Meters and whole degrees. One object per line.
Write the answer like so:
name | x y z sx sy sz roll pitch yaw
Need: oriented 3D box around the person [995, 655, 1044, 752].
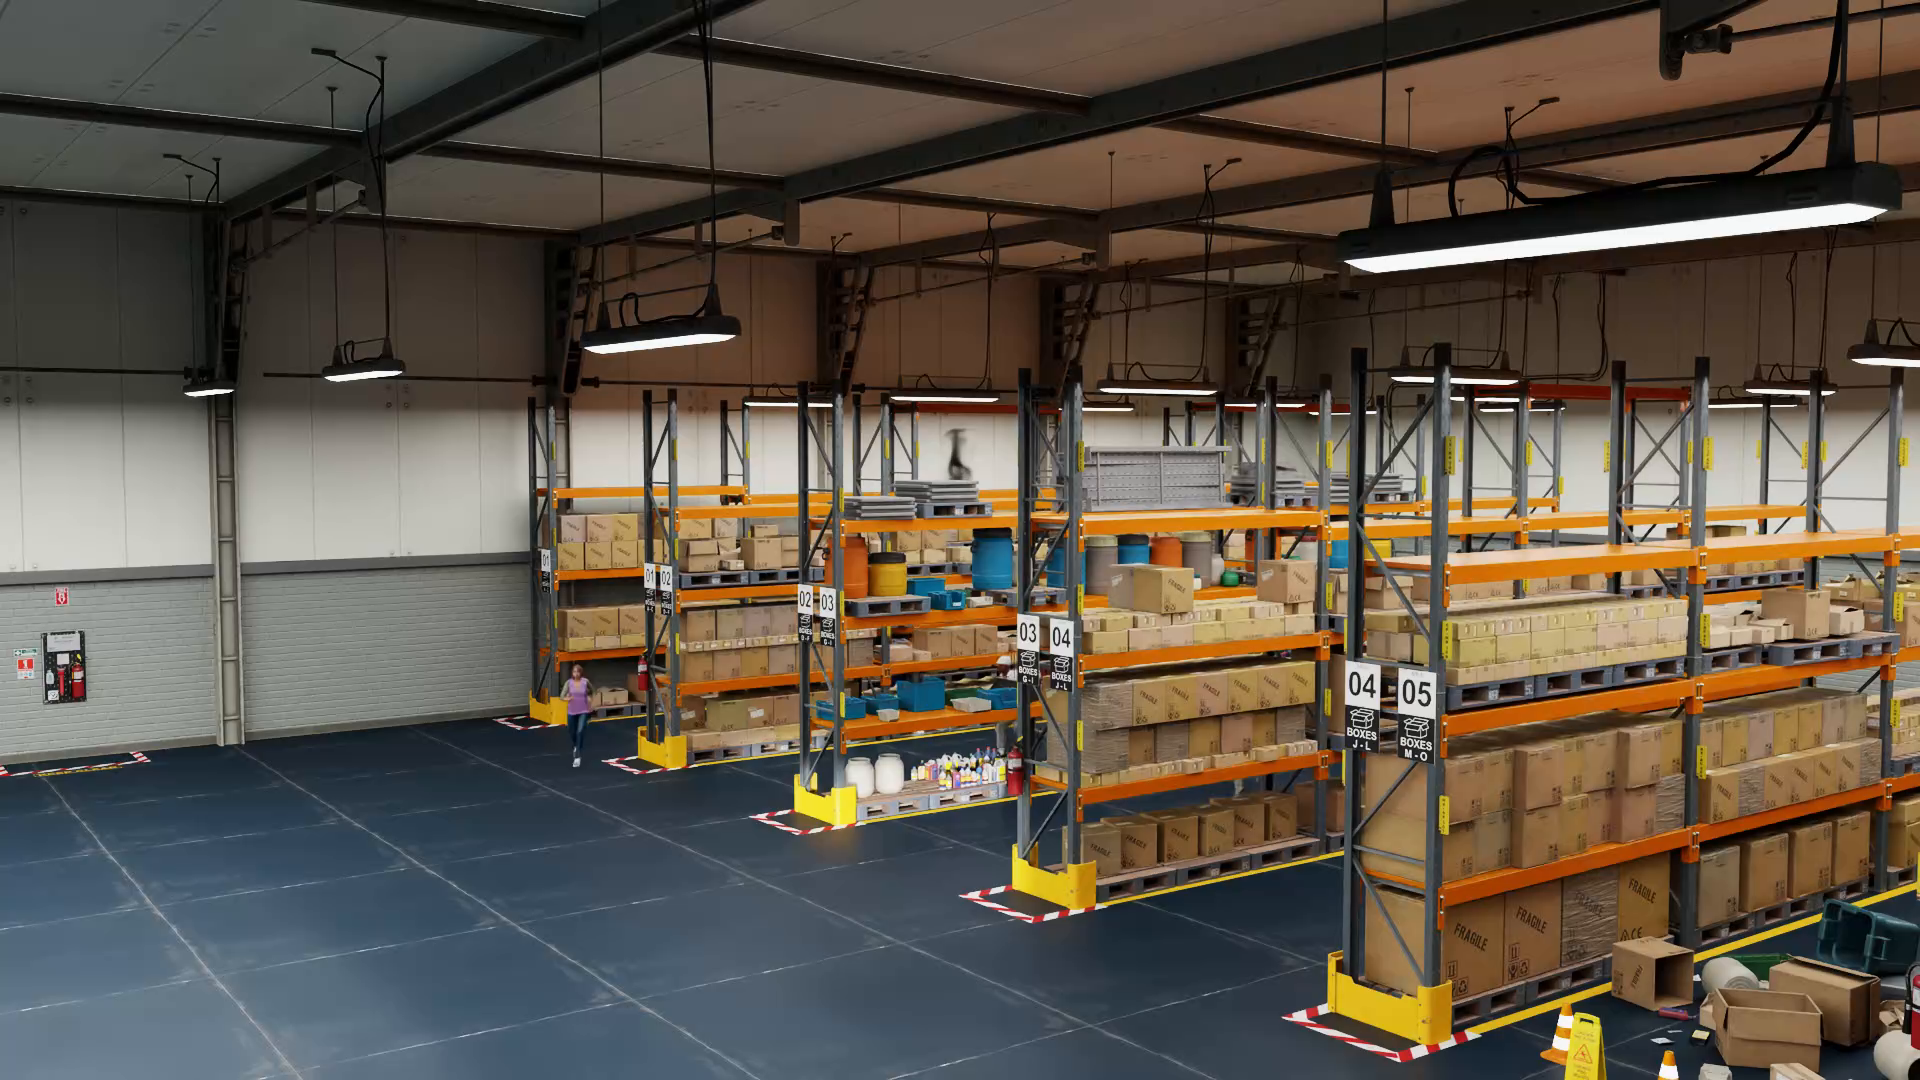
person | 0.900 2.725 26.850 1.073 1.754 0.699 -2 4 -35

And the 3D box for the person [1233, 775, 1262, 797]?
person | 4.130 2.990 24.045 0.680 1.567 0.565 -3 4 -39

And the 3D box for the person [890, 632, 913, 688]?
person | -1.144 2.509 32.392 0.937 1.540 0.642 -2 4 -34

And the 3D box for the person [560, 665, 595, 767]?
person | -6.113 2.786 26.591 0.537 1.560 0.881 0 3 -7
